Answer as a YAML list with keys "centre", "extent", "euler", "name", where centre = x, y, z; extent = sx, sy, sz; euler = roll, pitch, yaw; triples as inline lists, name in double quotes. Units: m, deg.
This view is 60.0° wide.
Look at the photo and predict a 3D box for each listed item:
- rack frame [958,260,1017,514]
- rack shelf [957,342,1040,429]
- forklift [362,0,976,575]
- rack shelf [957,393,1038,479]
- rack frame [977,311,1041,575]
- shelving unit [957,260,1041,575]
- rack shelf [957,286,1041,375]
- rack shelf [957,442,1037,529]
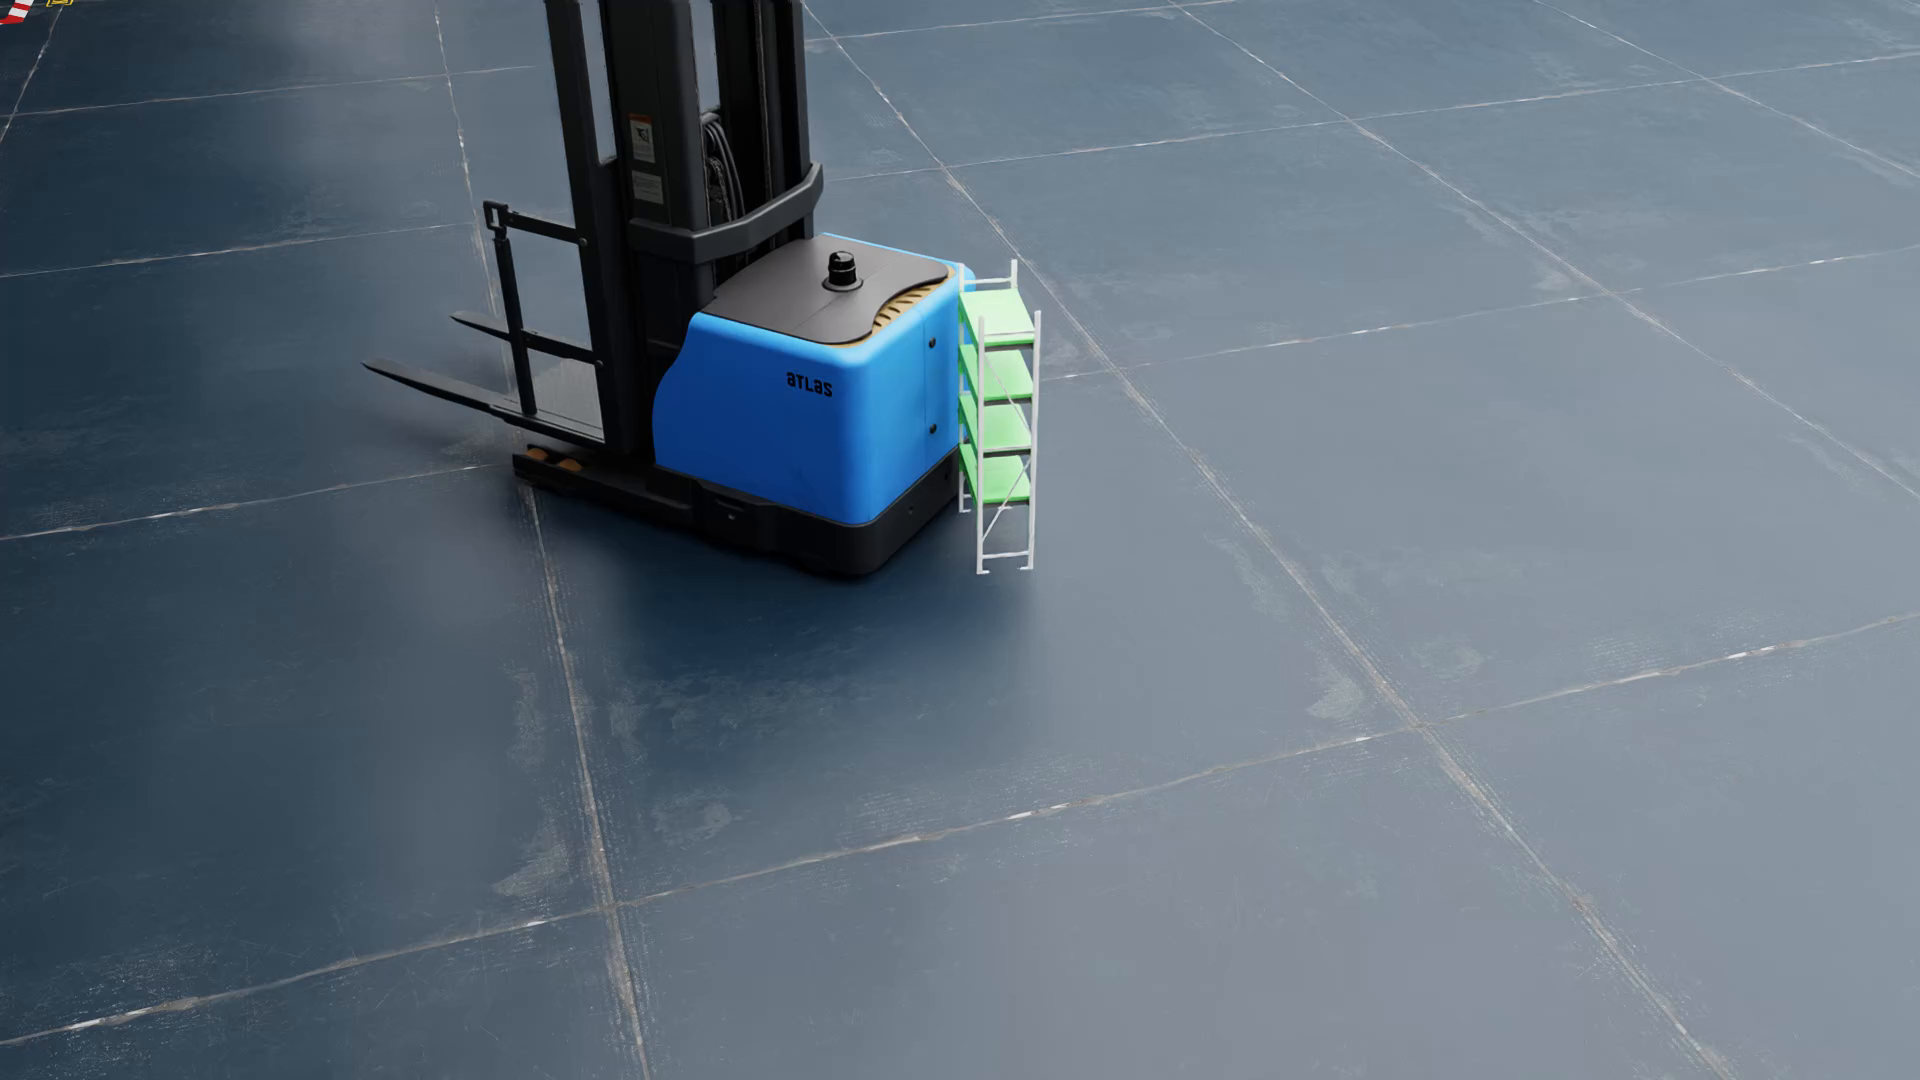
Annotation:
- centre: [0.113, -0.633, 7.120]
  extent: [0.240, 1.200, 0.015]
  euler: [-5, 34, -8]
  name: "rack frame"
- centre: [0.152, -0.647, 6.822]
  extent: [0.258, 0.148, 0.480]
  euler: [-5, 34, -8]
  name: "rack shelf"
- centre: [-1.456, -1.657, 7.100]
  extent: [3.031, 2.935, 1.130]
  euler: [17, 37, 24]
  name: "forklift"
- centre: [0.152, -0.447, 6.954]
  extent: [0.258, 0.148, 0.480]
  euler: [-5, 34, -8]
  name: "rack shelf"
- centre: [0.191, -0.368, 6.718]
  extent: [0.240, 1.200, 0.015]
  euler: [-5, 34, -8]
  name: "rack frame"
- centre: [0.152, -0.501, 6.919]
  extent: [0.258, 1.200, 0.503]
  euler: [-5, 34, -8]
  name: "shelving unit"
- centre: [0.152, -0.848, 6.690]
  extent: [0.258, 0.148, 0.480]
  euler: [-5, 34, -8]
  name: "rack shelf"
- centre: [0.152, -0.247, 7.087]
  extent: [0.258, 0.148, 0.480]
  euler: [-5, 34, -8]
  name: "rack shelf"
